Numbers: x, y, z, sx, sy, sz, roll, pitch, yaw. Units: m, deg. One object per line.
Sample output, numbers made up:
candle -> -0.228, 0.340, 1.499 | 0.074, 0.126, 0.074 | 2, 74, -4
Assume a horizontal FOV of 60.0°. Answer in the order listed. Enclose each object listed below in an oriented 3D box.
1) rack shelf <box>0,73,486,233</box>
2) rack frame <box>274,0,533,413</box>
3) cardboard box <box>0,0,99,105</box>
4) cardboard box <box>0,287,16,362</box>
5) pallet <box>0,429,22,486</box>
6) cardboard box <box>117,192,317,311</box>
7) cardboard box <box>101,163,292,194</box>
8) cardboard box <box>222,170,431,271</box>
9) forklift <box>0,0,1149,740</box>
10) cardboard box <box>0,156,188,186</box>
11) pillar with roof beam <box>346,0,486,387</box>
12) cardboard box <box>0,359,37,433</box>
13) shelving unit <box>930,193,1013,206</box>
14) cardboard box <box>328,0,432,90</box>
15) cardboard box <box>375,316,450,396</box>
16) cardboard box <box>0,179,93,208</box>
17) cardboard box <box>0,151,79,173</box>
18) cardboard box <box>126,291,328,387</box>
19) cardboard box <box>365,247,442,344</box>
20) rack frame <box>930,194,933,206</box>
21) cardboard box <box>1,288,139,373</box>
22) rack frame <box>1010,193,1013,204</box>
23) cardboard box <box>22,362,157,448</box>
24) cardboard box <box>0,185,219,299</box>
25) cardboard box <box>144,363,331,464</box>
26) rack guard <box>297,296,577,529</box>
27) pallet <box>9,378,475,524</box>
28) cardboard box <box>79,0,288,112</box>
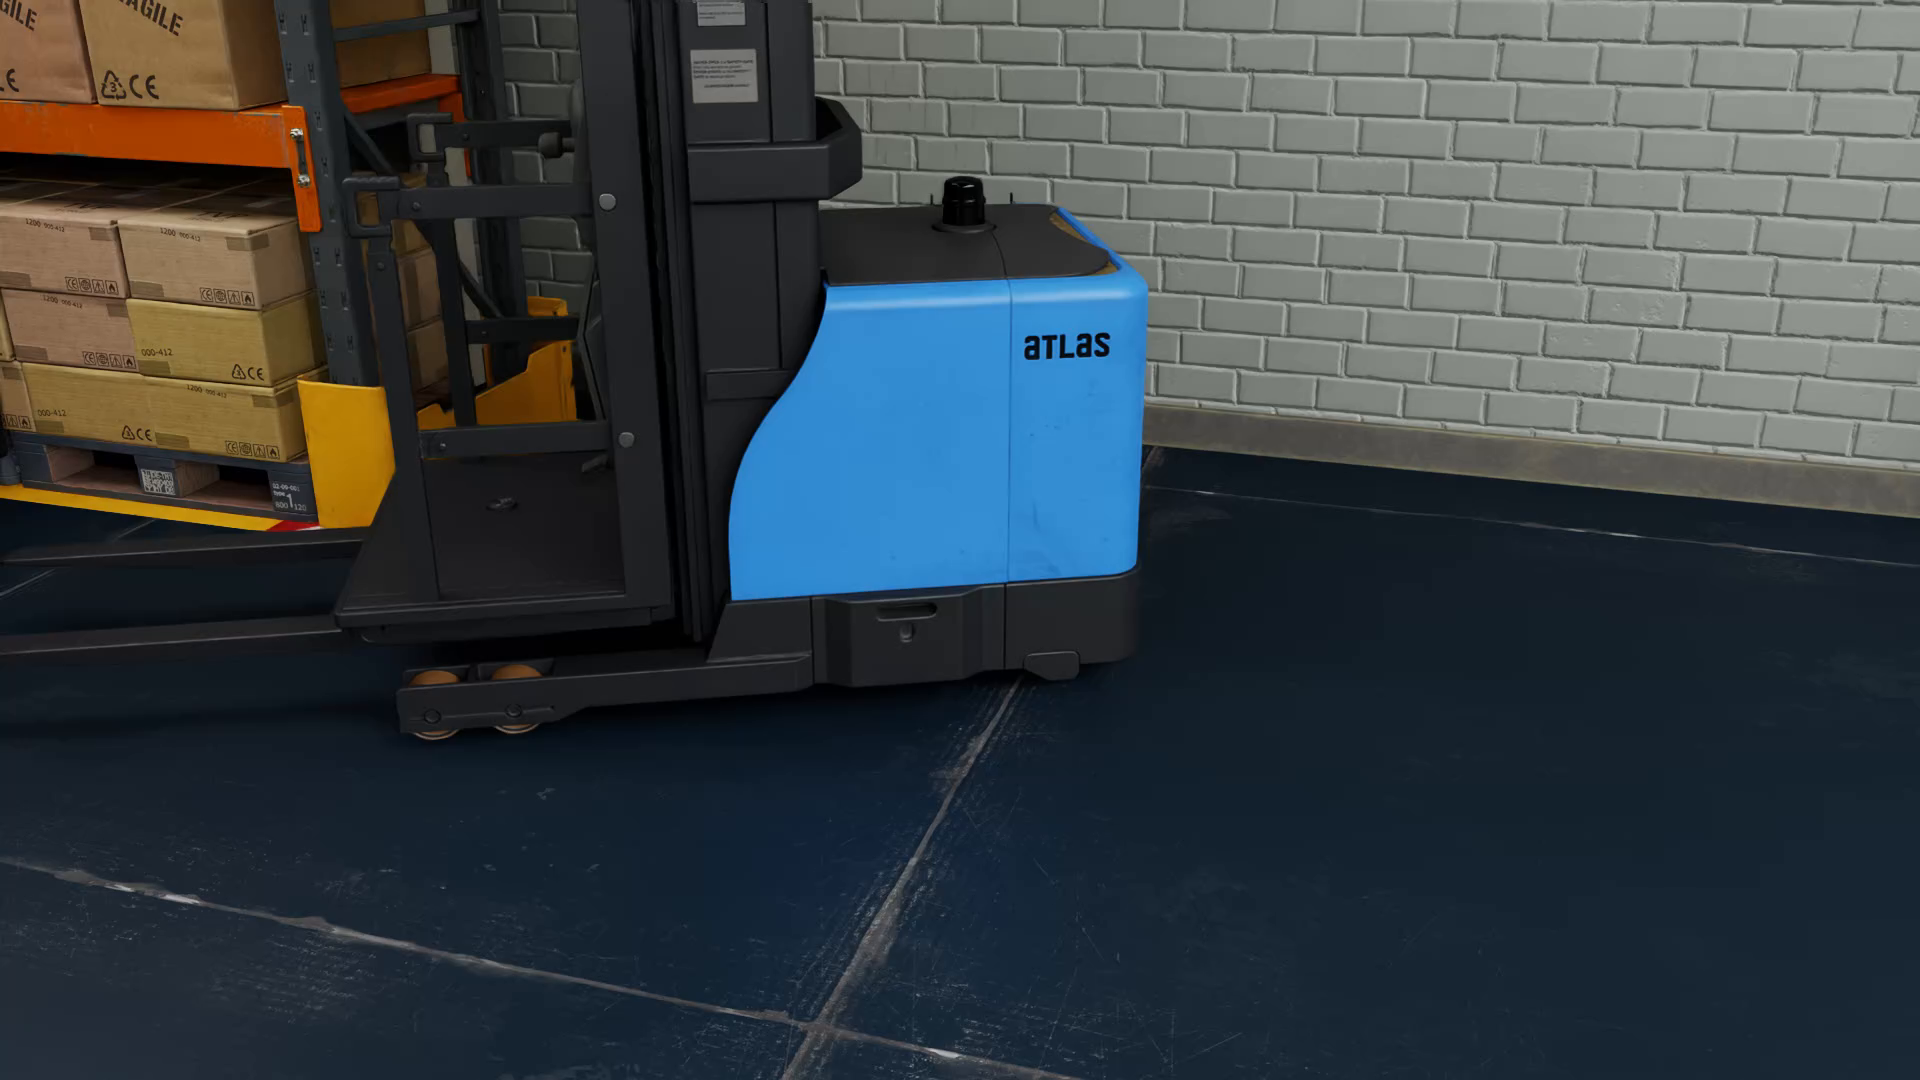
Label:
rack shelf -> -3.691, -1.502, 5.928 | 4.000, 0.370, 1.077 | 7, 23, 16
rack frame -> -1.776, -1.616, 5.257 | 0.127, 3.000, 1.000 | 7, 23, 16
cardboard box -> -2.817, -1.681, 5.284 | 0.500, 0.500, 0.500 | 7, 23, 17
cardboard box -> -3.310, -0.817, 5.721 | 0.500, 0.250, 0.500 | 6, 23, 14
pallet -> -3.685, -0.529, 6.282 | 1.213, 0.211, 1.003 | 7, 23, 15
cardboard box -> -2.307, -0.938, 5.356 | 0.500, 0.250, 0.500 | 7, 23, 17
cardboard box -> -2.661, -1.176, 5.936 | 0.500, 0.250, 0.500 | 7, 23, 16
cardboard box -> -2.182, -1.122, 5.806 | 0.500, 0.250, 0.500 | 6, 23, 15
forklift -> -1.092, -1.082, 4.046 | 3.031, 2.935, 1.130 | -4, 23, -9
cardboard box -> -3.137, -1.234, 6.079 | 0.500, 0.250, 0.500 | 6, 23, 15
pillar with roof beam -> -3.426, -3.231, 1.290 | 0.400, 9.000, 9.100 | 7, 23, 16
cardboard box -> -3.267, -0.591, 5.828 | 0.500, 0.250, 0.500 | 7, 23, 16
shelving unit -> 0.044, -0.538, 5.196 | 0.252, 1.050, 0.215 | -2, 22, -4
cardboard box -> -2.170, -1.818, 5.617 | 0.500, 0.500, 0.500 | 7, 23, 17
cardboard box -> -2.190, -0.663, 6.004 | 0.500, 0.250, 0.500 | 7, 23, 16
cardboard box -> -3.284, -1.044, 5.614 | 0.500, 0.250, 0.500 | 7, 23, 16
cardboard box -> -3.625, -1.293, 6.222 | 0.500, 0.250, 0.500 | 6, 23, 14
cardboard box -> -2.333, -0.709, 5.458 | 0.500, 0.250, 0.500 | 6, 23, 15
cardboard box -> -2.166, -0.897, 5.914 | 0.500, 0.250, 0.500 | 7, 23, 16
rack frame -> -0.078, -0.534, 5.187 | 0.008, 1.050, 0.200 | -2, 22, -4
cardboard box -> -2.810, -0.768, 5.601 | 0.500, 0.250, 0.500 | 6, 23, 15
rack frame -> 0.165, -0.542, 5.206 | 0.008, 1.050, 0.200 | -2, 22, -4
cardboard box -> -2.791, -0.533, 5.686 | 0.500, 0.250, 0.500 | 7, 23, 15
cardboard box -> -2.798, -0.992, 5.488 | 0.500, 0.250, 0.500 | 7, 23, 16
cardboard box -> -2.317, -0.475, 5.545 | 0.500, 0.250, 0.500 | 7, 23, 16
rack guard -> -1.753, -0.457, 5.725 | 0.348, 0.500, 1.175 | 7, 23, 16
pallet -> -2.520, -0.395, 5.954 | 1.213, 0.211, 1.003 | 7, 23, 16
cardboard box -> -2.323, -1.621, 5.137 | 0.500, 0.500, 0.500 | 6, 23, 14
